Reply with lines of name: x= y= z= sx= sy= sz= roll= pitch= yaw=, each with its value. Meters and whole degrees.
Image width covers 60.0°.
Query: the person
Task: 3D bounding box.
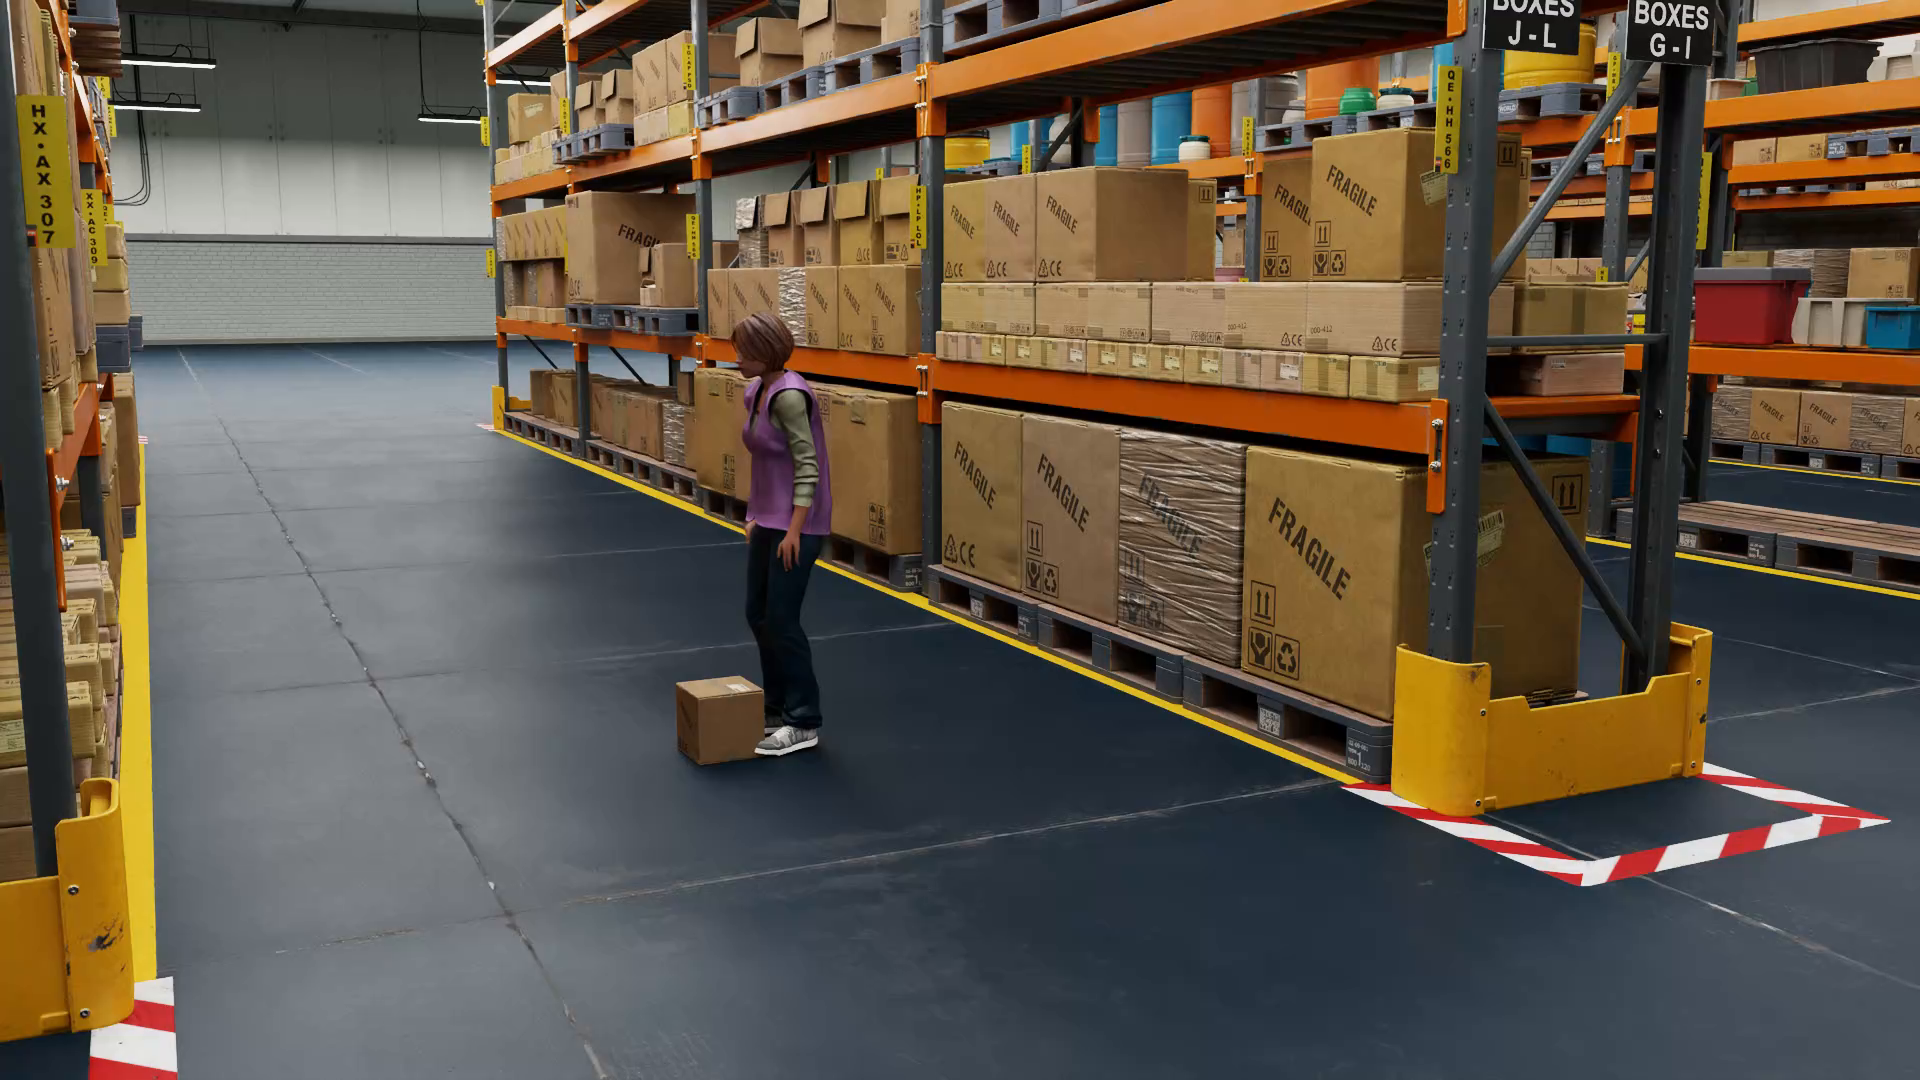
person: x=-0.656 y=-0.027 z=6.071 sx=0.345 sy=1.591 sz=0.460 roll=-4 pitch=10 yaw=-27
